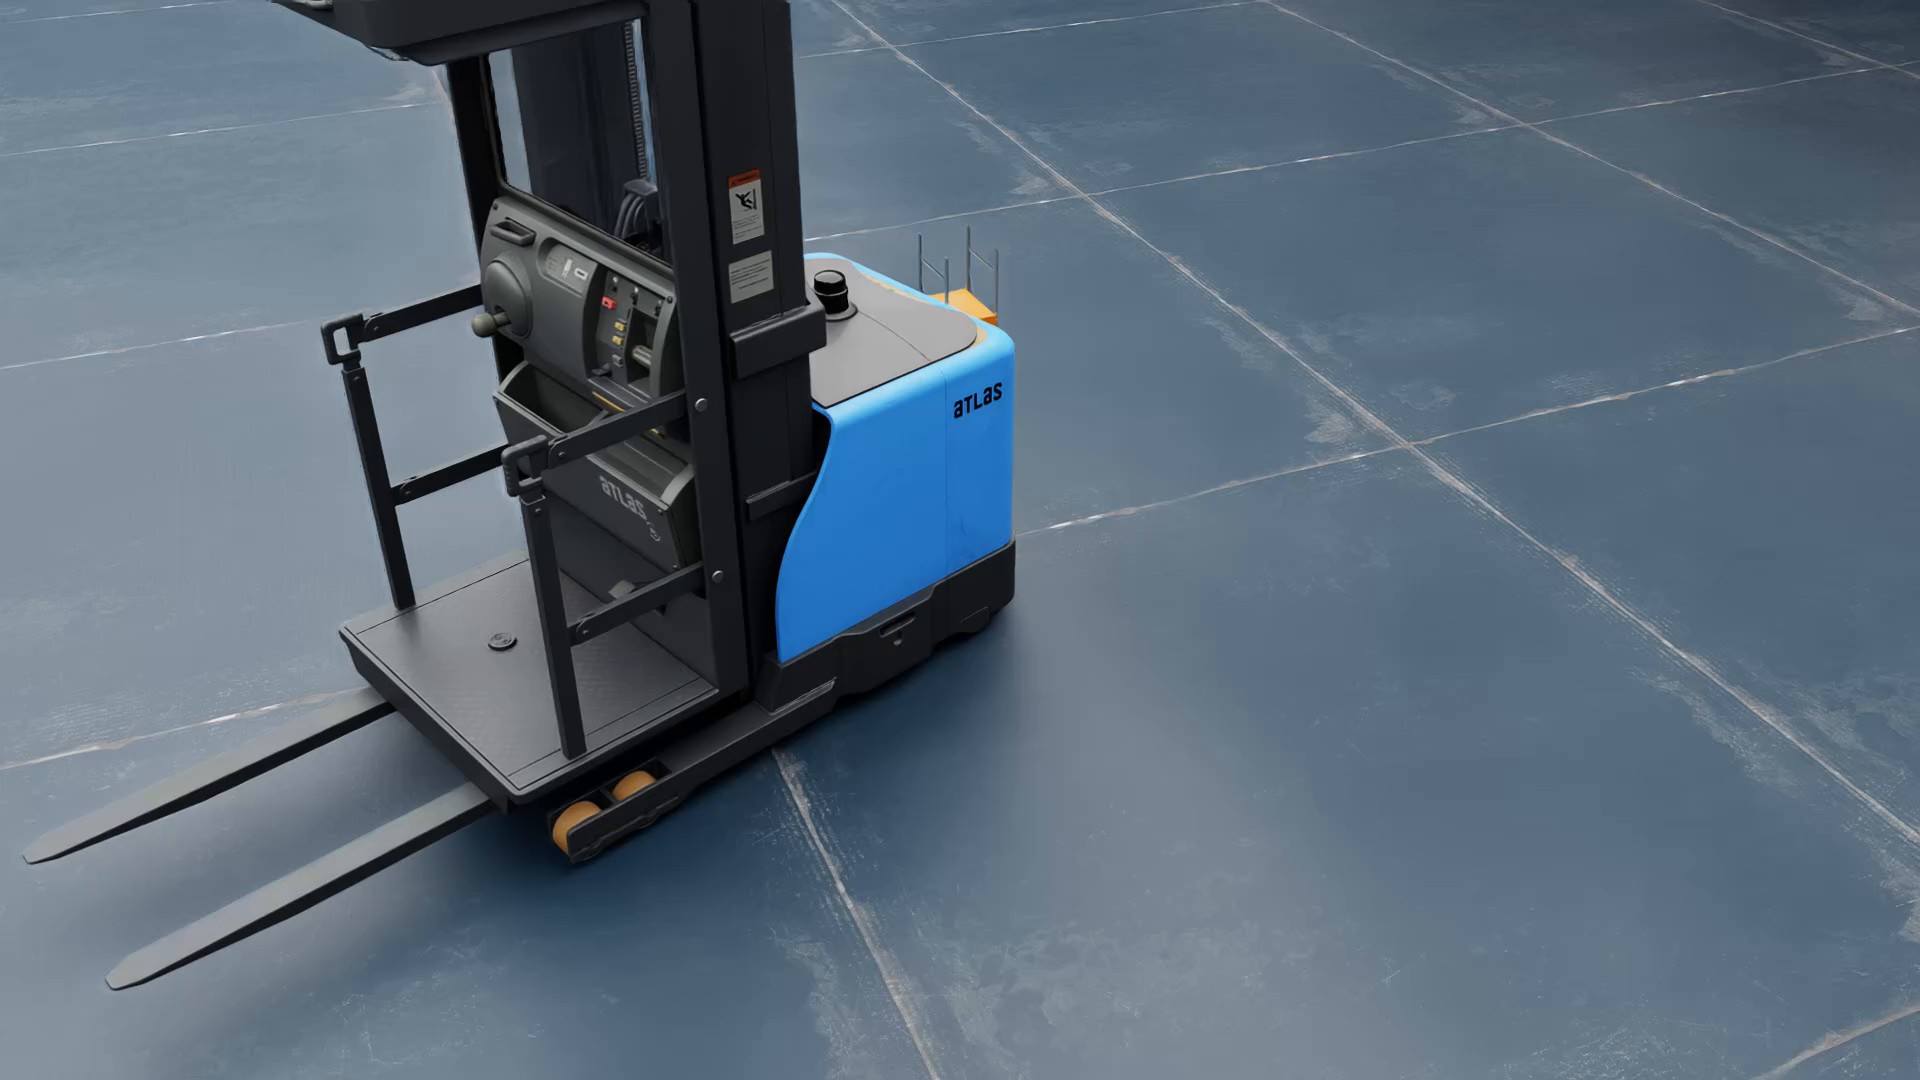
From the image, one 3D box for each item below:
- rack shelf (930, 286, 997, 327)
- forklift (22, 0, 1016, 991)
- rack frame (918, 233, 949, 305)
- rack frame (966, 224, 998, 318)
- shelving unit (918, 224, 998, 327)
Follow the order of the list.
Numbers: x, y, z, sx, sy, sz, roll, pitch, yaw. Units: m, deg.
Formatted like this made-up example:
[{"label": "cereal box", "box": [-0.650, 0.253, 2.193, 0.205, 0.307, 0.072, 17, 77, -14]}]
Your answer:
[{"label": "rack shelf", "box": [-0.008, -0.768, 5.751, 0.180, 0.103, 0.258, -14, 36, -21]}, {"label": "forklift", "box": [-1.227, -0.623, 4.519, 3.031, 2.935, 1.130, -27, 42, -35]}, {"label": "rack frame", "box": [-0.091, -0.482, 5.890, 0.006, 1.200, 0.240, -14, 36, -21]}, {"label": "rack frame", "box": [0.074, -0.525, 5.956, 0.006, 1.200, 0.240, -14, 36, -21]}, {"label": "shelving unit", "box": [-0.008, -0.503, 5.923, 0.189, 1.200, 0.258, -14, 36, -21]}]
